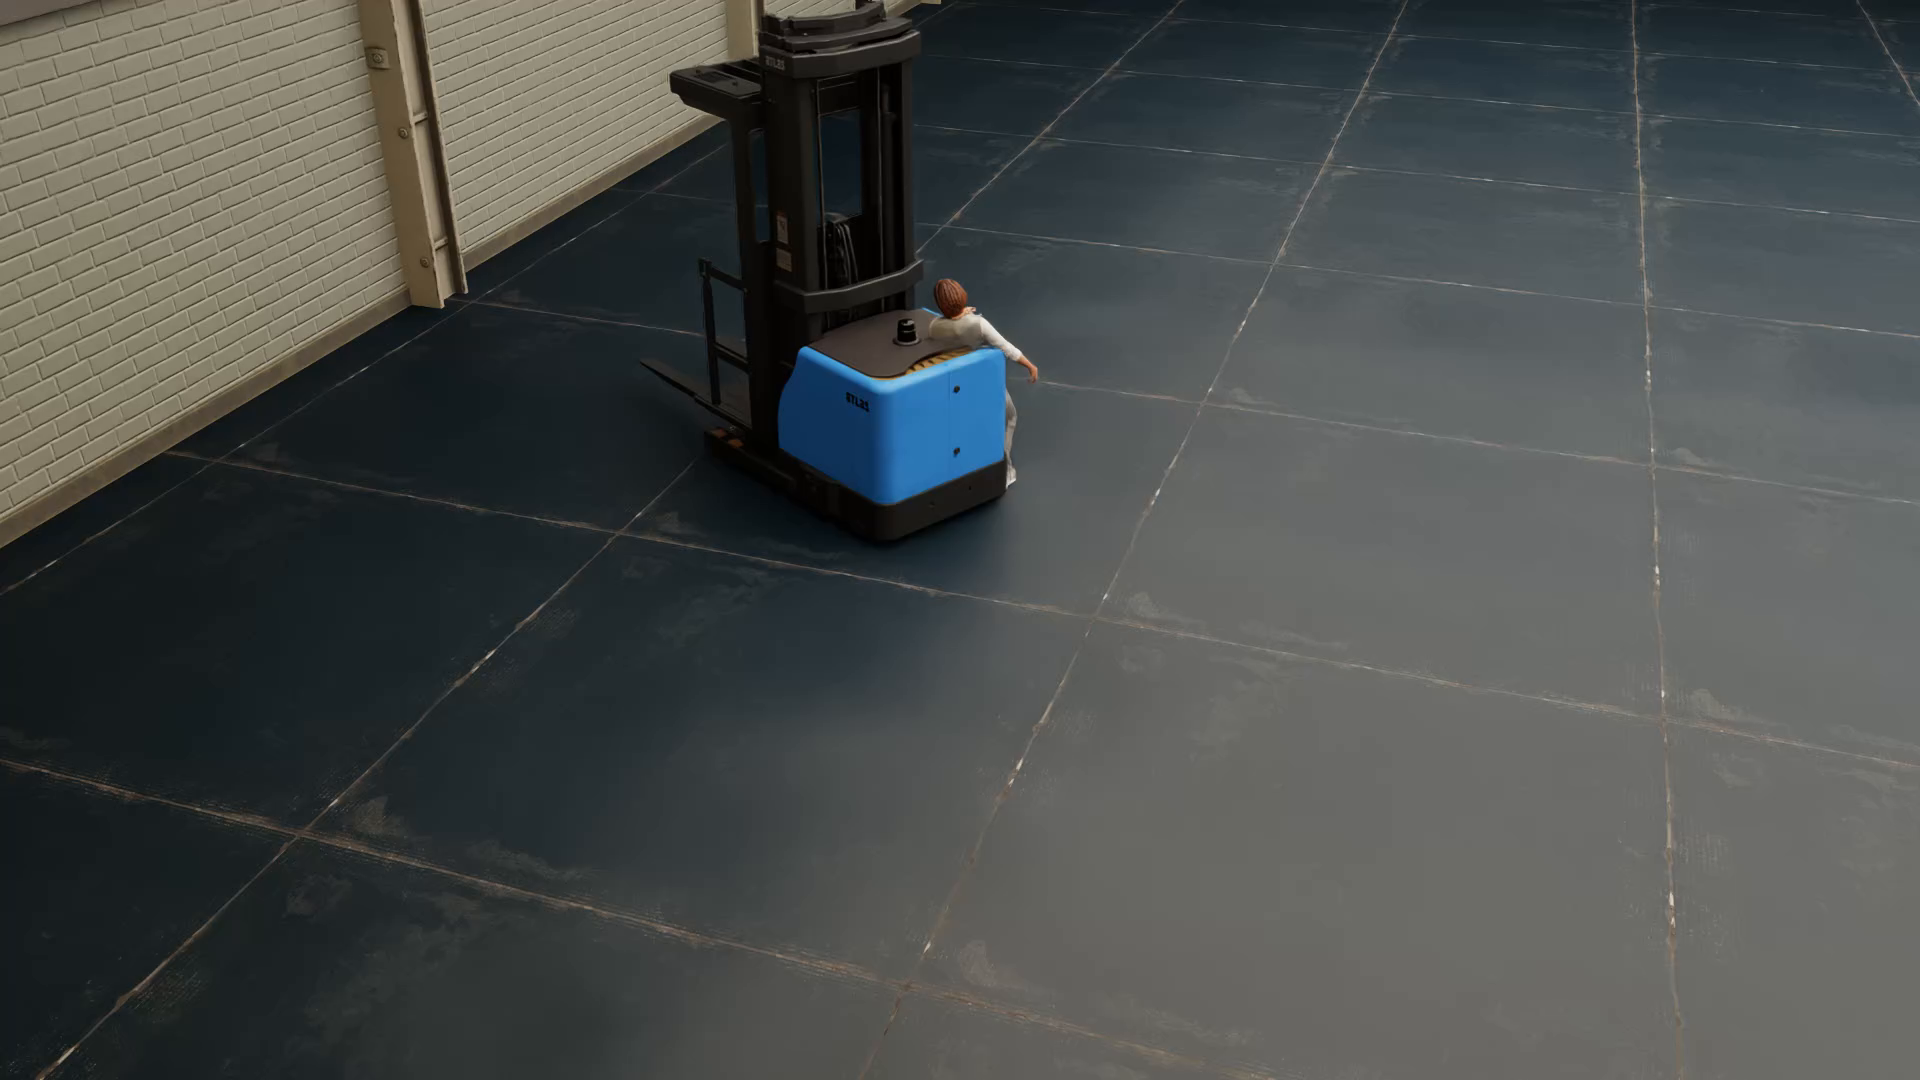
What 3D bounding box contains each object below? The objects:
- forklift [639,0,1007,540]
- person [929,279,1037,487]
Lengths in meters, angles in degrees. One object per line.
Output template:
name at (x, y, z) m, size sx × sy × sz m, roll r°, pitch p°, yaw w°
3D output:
forklift at (-1.055, -1.920, 10.505) m, size 1.130 × 2.935 × 3.031 m, roll -23°, pitch 37°, yaw -35°
person at (0.096, -0.977, 10.318) m, size 0.767 × 1.488 × 0.795 m, roll 0°, pitch 30°, yaw 1°
